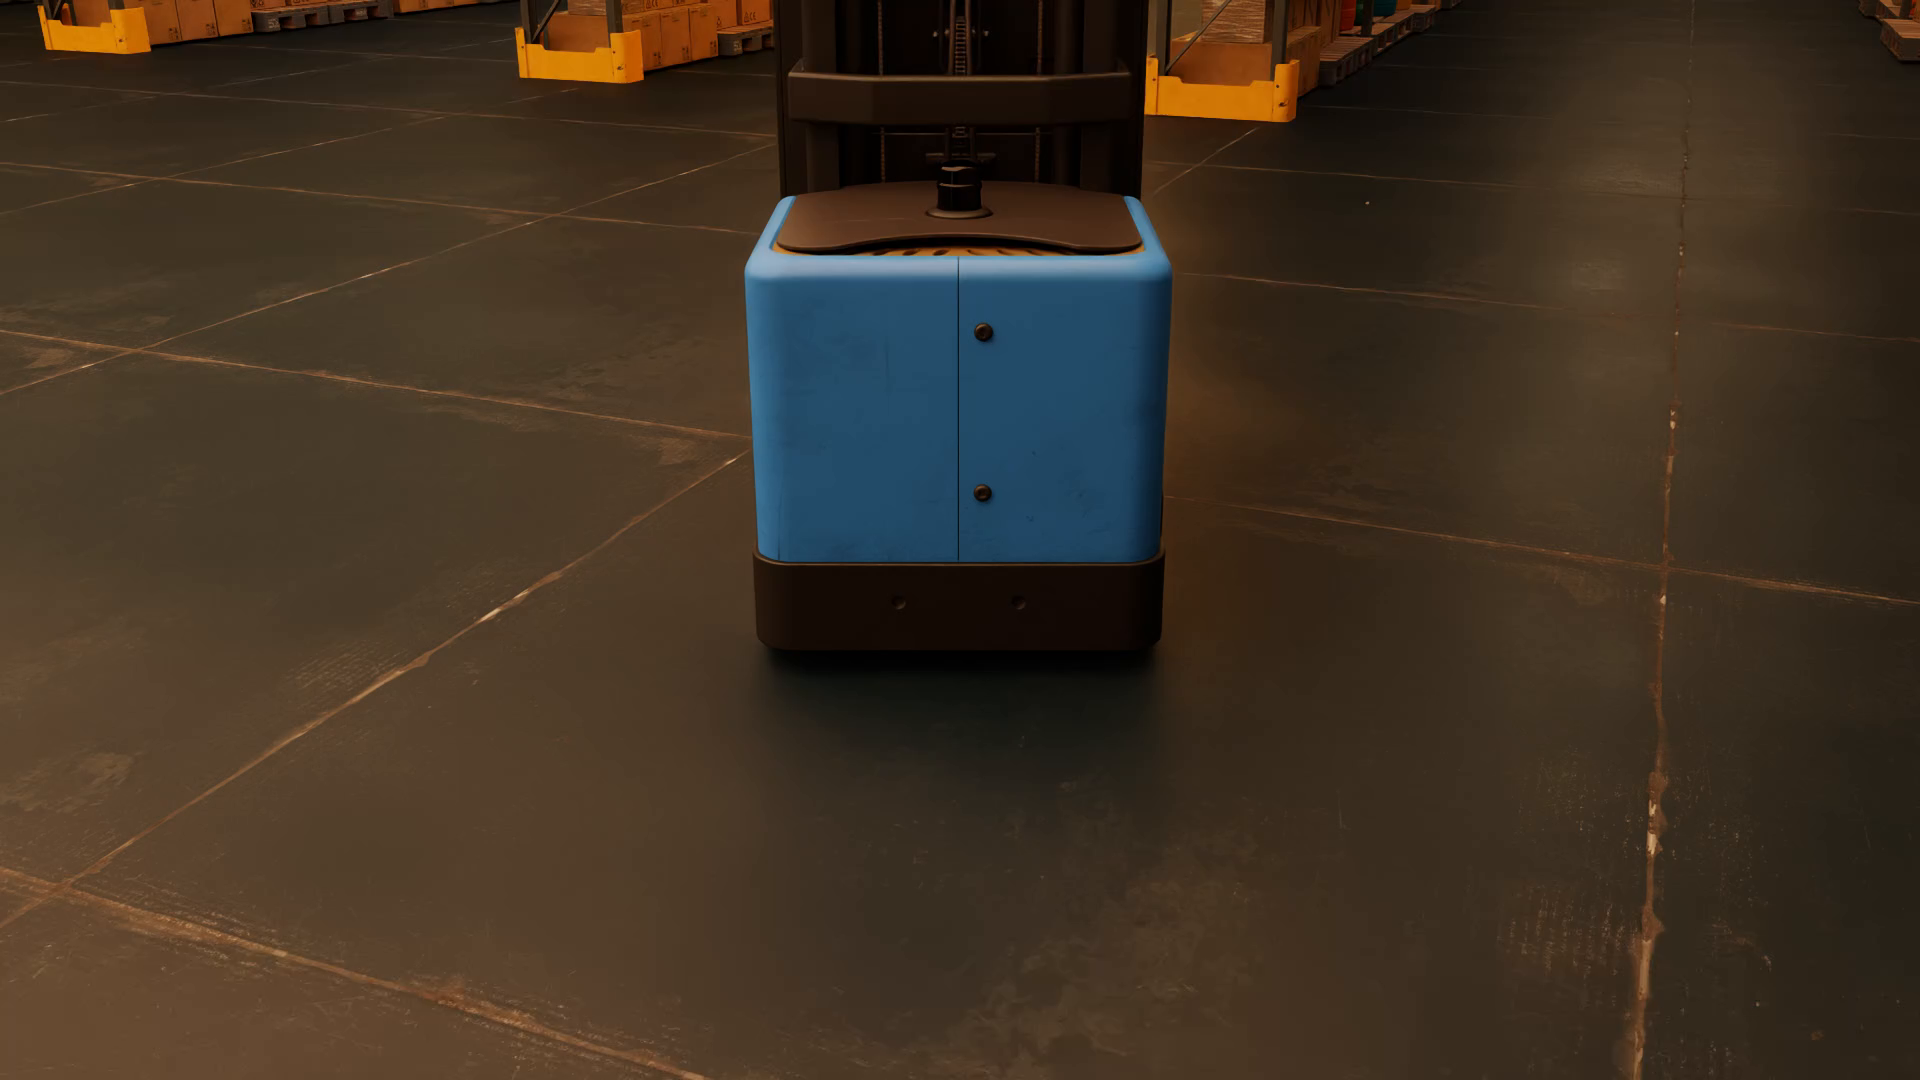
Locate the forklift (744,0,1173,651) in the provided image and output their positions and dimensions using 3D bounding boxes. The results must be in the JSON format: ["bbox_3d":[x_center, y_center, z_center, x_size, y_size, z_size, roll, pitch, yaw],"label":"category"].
[{"bbox_3d":[0.002,-1.587,5.089,1.130,2.935,3.031,0,23,0],"label":"forklift"}]
